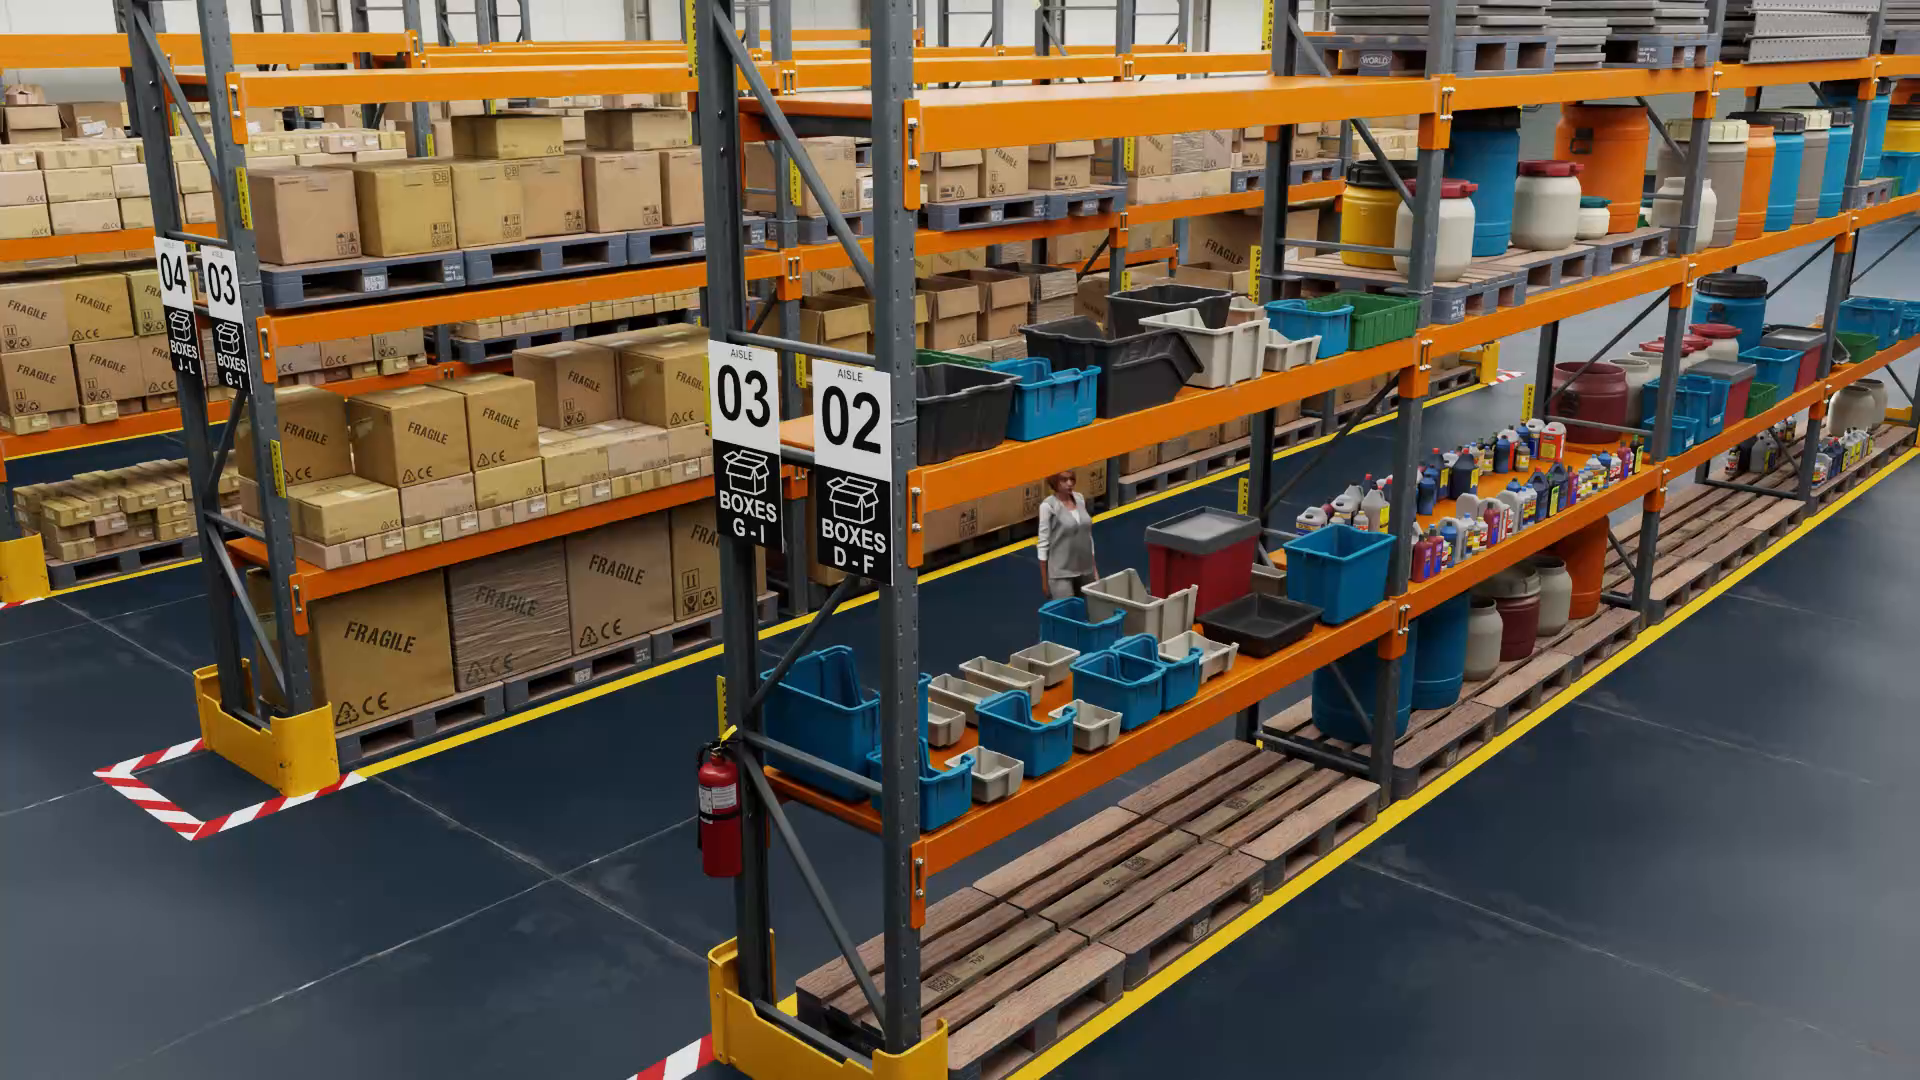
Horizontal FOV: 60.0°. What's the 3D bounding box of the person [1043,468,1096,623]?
[{"bbox_3d":[0.768,0.291,11.117,0.458,1.657,0.395,-15,23,-40],"label":"person"}]
